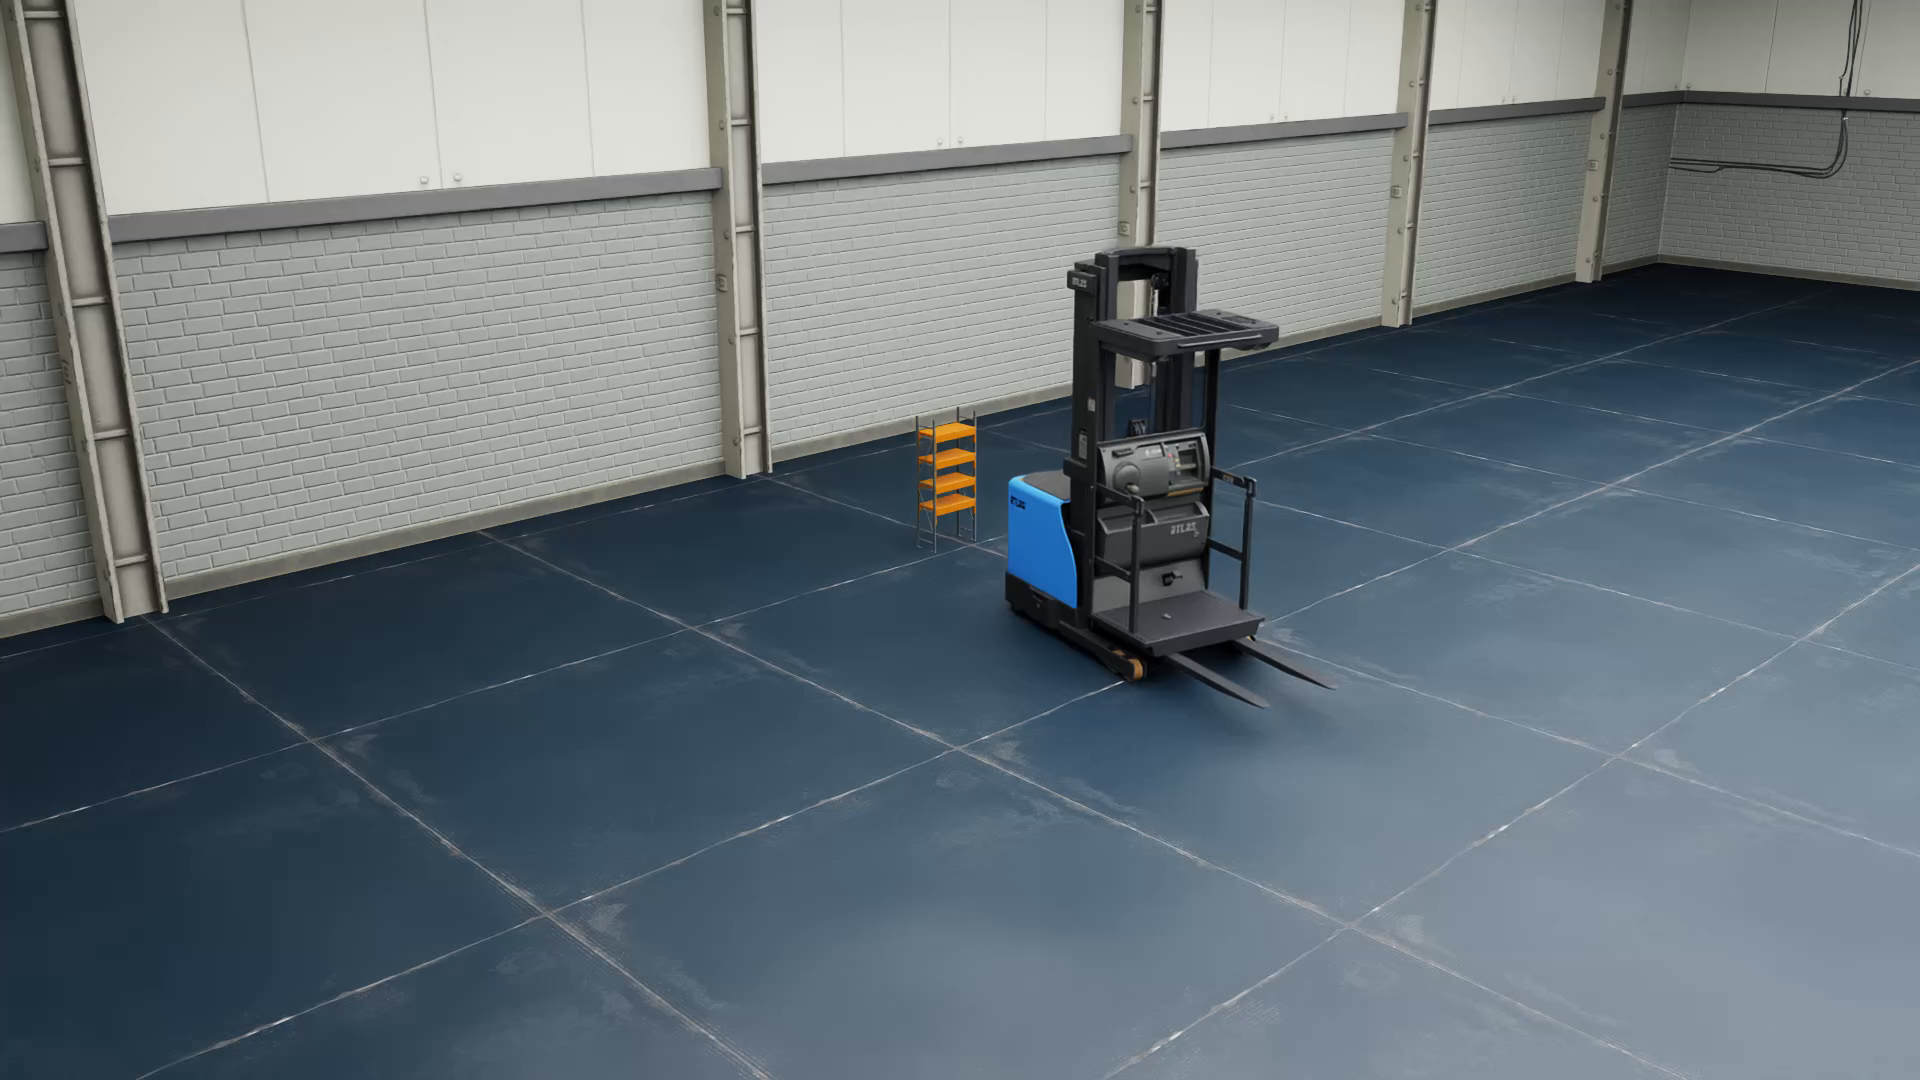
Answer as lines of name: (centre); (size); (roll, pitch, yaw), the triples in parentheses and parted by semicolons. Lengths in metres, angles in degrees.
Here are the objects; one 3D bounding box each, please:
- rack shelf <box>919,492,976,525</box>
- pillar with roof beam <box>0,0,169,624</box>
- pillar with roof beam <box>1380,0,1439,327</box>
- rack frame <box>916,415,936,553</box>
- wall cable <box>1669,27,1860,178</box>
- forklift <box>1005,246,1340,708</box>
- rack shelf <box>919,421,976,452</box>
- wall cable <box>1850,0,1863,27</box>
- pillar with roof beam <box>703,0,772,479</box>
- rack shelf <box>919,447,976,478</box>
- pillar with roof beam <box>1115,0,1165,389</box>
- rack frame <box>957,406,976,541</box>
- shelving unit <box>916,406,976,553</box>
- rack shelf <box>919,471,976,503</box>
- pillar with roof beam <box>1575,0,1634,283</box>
rack shelf: (-0.120, -0.283, 14.773); (0.480, 0.148, 0.258); (-16, 24, -41)
pillar with roof beam: (-3.582, -2.739, 8.842); (0.400, 9.000, 9.100); (-16, 24, -41)
pillar with roof beam: (9.497, -6.553, 20.606); (0.400, 9.000, 9.100); (-16, 24, -41)
rack frame: (-0.298, -0.484, 14.532); (0.015, 1.200, 0.240); (-16, 24, -41)
wall cable: (13.948, -7.640, 28.993); (0.112, 2.526, 3.097); (-16, 24, -41)
forklift: (1.527, -0.543, 11.906); (1.130, 2.935, 3.031); (-10, 20, -28)
rack shelf: (-0.120, -0.909, 14.570); (0.480, 0.148, 0.258); (-16, 24, -41)
wall cable: (15.807, -9.436, 26.344); (0.112, 2.526, 3.097); (-16, 24, -41)
pillar with roof beam: (0.778, -4.010, 12.763); (0.400, 9.000, 9.100); (-16, 24, -41)
rack shelf: (-0.120, -0.684, 14.643); (0.480, 0.148, 0.258); (-16, 24, -41)
pillar with roof beam: (5.137, -5.282, 16.684); (0.400, 9.000, 9.100); (-16, 24, -41)
rack frame: (0.057, -0.587, 14.851); (0.015, 1.200, 0.240); (-16, 24, -41)
shelving unit: (-0.120, -0.536, 14.691); (0.503, 1.200, 0.258); (-16, 24, -41)
rack shelf: (-0.120, -0.472, 14.712); (0.480, 0.148, 0.258); (-16, 24, -41)
pillar with roof beam: (13.857, -7.824, 24.527); (0.400, 9.000, 9.100); (-16, 24, -41)
